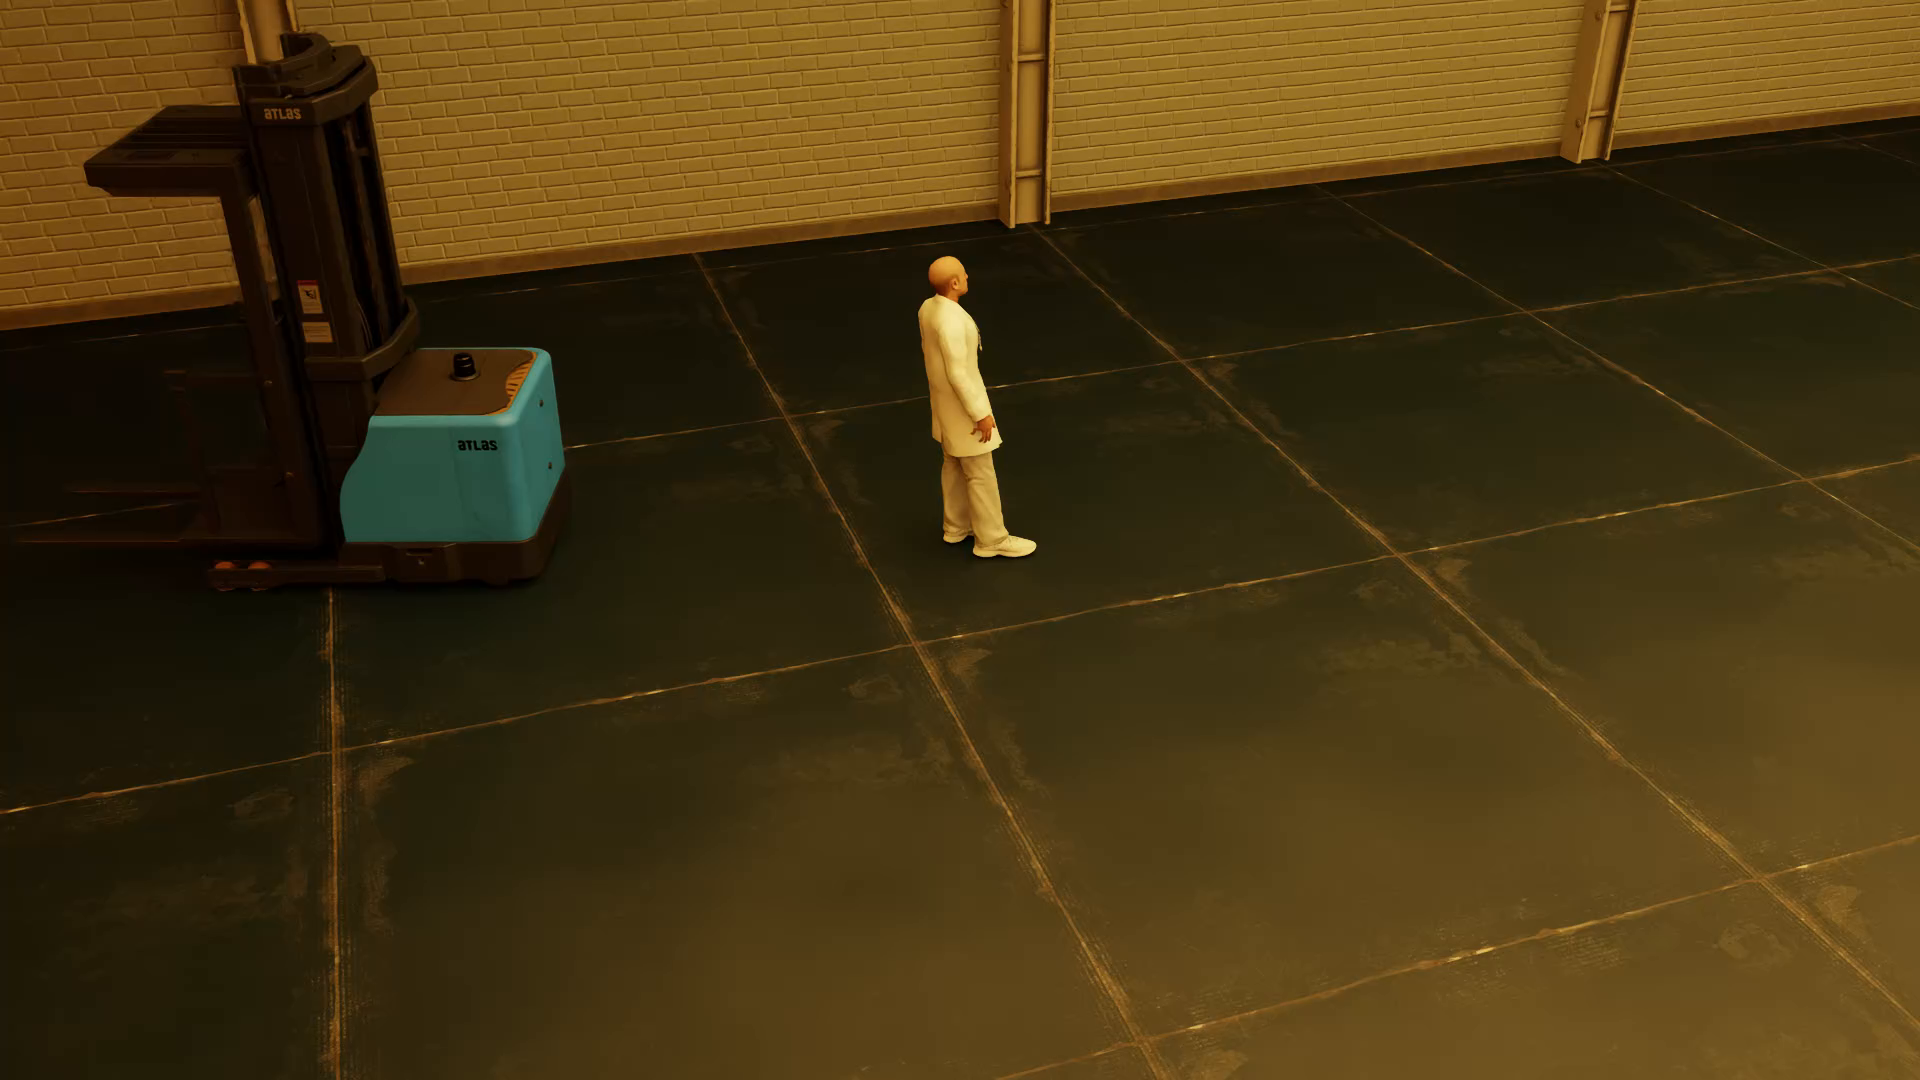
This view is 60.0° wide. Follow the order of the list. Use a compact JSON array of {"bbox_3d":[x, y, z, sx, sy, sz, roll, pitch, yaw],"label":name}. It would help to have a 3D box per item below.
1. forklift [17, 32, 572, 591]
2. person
[{"bbox_3d":[-3.921,-1.242,9.246,3.031,2.935,1.130,0,30,0],"label":"forklift"},{"bbox_3d":[0.087,-0.789,9.600,0.581,1.776,0.696,-10,31,-16],"label":"person"}]
